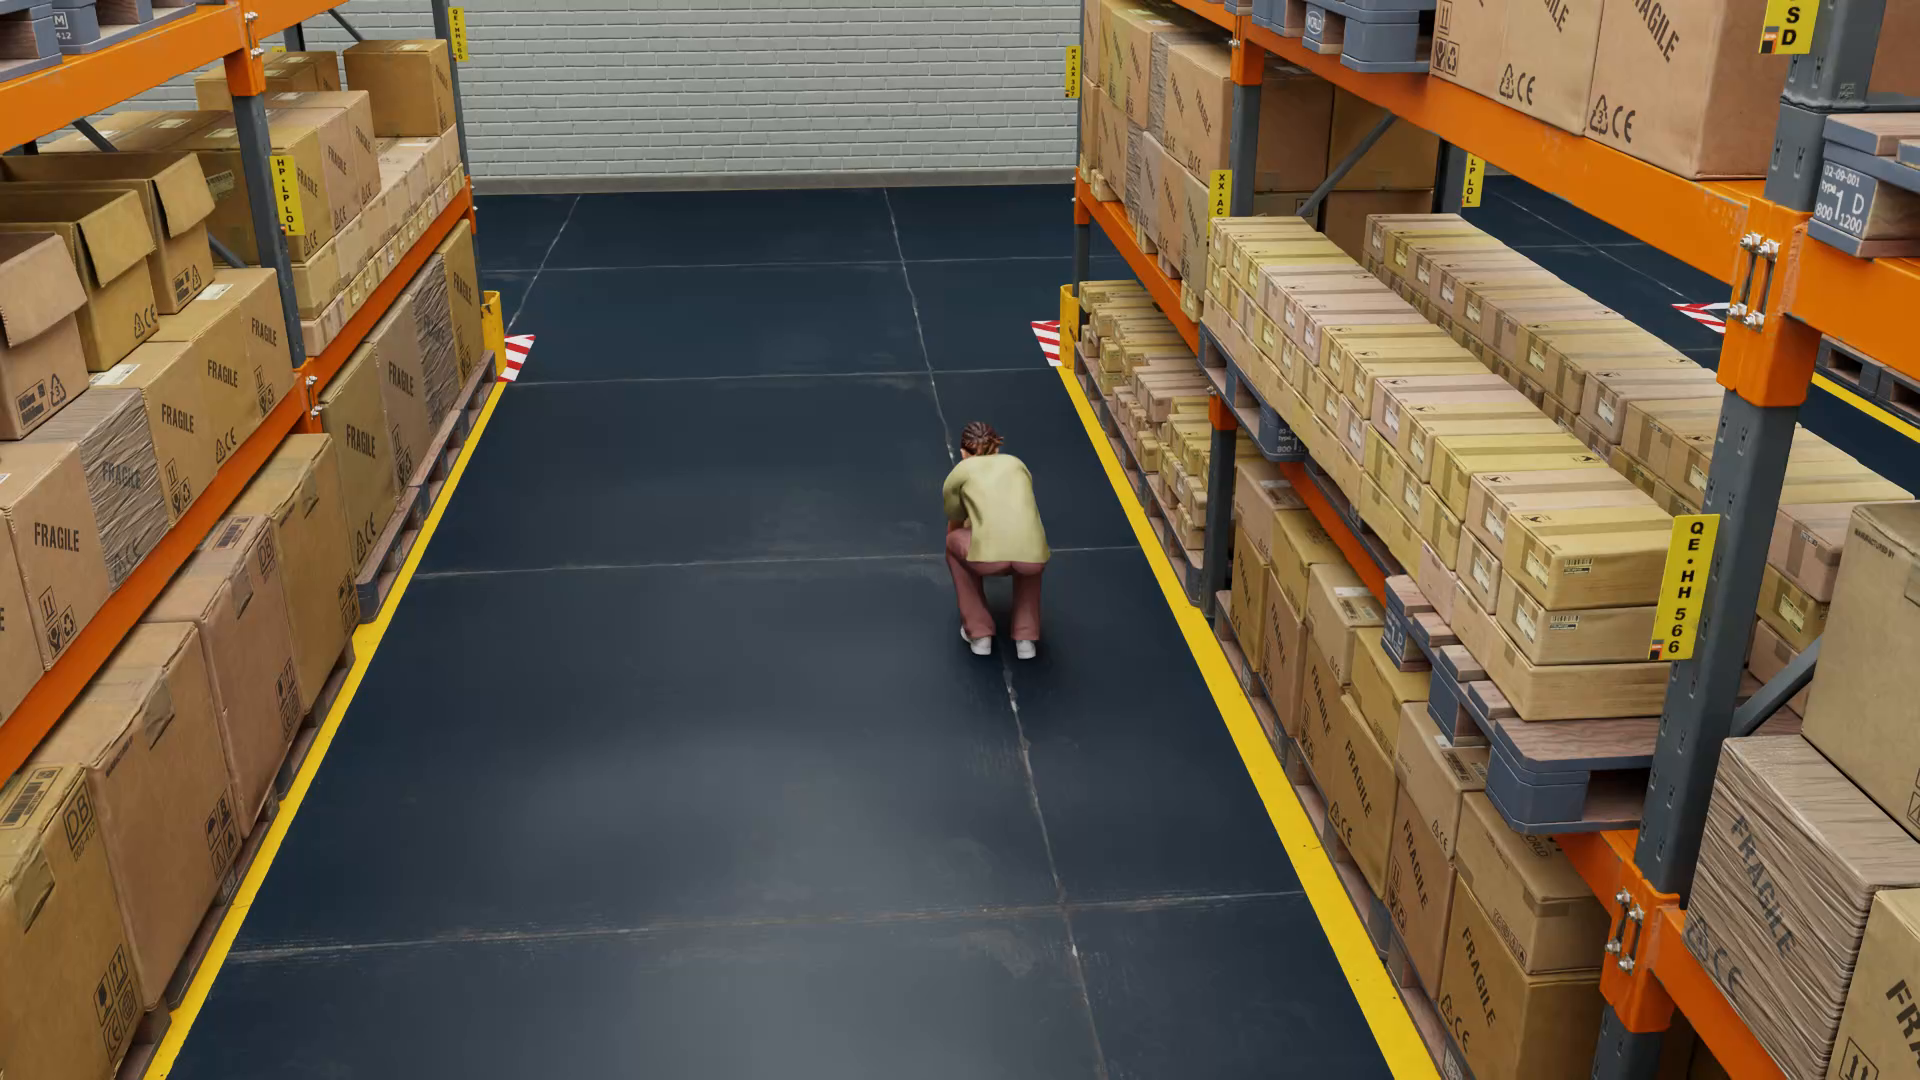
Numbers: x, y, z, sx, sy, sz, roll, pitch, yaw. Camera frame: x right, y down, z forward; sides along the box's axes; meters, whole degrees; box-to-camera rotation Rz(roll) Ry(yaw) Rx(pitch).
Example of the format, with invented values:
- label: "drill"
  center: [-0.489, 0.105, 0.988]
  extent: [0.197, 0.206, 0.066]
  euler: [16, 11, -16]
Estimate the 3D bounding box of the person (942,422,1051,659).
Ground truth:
- label: "person"
  center: [0.162, 0.012, 7.503]
  extent: [0.458, 0.930, 0.823]
  euler: [-3, 24, -7]
